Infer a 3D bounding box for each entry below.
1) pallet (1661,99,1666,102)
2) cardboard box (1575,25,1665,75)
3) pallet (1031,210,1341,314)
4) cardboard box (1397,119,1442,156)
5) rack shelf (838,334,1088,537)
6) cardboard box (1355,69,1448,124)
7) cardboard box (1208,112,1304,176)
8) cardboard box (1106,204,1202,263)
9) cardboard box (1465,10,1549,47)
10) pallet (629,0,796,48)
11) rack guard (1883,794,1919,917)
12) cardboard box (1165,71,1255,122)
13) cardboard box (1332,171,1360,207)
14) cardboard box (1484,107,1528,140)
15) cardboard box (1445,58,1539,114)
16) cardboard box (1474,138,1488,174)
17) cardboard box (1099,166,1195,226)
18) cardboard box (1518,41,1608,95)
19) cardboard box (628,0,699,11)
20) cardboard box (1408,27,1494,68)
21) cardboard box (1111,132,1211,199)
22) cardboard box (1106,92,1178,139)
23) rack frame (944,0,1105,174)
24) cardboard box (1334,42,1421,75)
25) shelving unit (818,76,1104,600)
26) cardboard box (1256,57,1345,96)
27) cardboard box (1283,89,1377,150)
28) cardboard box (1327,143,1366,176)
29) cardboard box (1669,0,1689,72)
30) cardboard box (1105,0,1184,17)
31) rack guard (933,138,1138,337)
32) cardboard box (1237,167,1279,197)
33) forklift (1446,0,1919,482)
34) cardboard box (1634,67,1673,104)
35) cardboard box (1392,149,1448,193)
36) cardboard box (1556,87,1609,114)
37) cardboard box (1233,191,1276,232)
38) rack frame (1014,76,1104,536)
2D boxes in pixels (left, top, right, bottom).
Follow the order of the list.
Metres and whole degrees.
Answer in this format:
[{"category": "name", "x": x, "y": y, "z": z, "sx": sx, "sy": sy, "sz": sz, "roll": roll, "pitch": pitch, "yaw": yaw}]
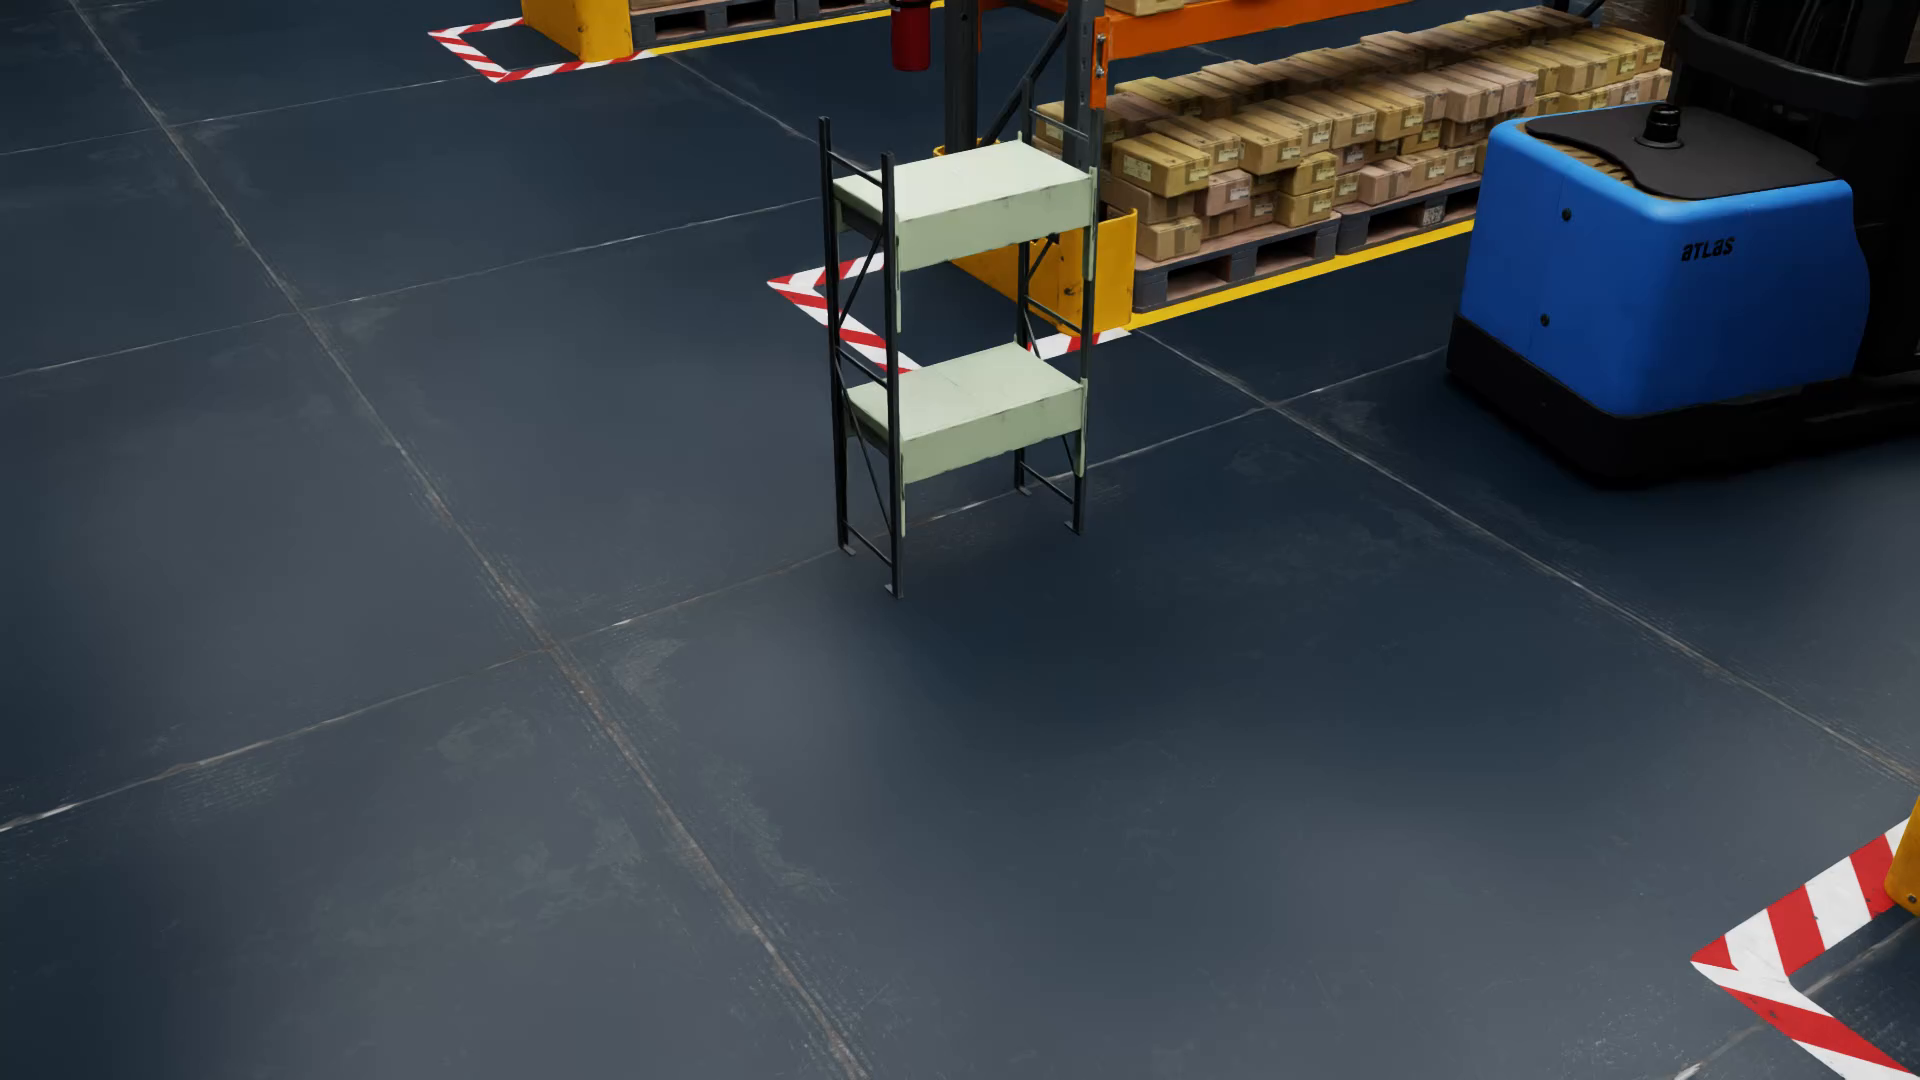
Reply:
[{"category": "pallet", "x": 4.265, "y": -2.616, "z": 9.700, "sx": 1.213, "sy": 0.211, "sz": 1.003, "roll": -19, "pitch": 37, "yaw": -27}, {"category": "cardboard box", "x": 3.453, "y": -2.574, "z": 8.740, "sx": 0.250, "sy": 0.149, "sz": 0.380, "roll": -18, "pitch": 36, "yaw": -26}, {"category": "pallet", "x": 1.015, "y": -1.475, "z": 7.891, "sx": 1.213, "sy": 0.211, "sz": 1.003, "roll": -19, "pitch": 37, "yaw": -27}, {"category": "cardboard box", "x": 2.131, "y": -2.027, "z": 8.152, "sx": 0.250, "sy": 0.149, "sz": 0.380, "roll": -17, "pitch": 36, "yaw": -25}, {"category": "rack shelf", "x": 0.006, "y": -0.361, "z": 5.527, "sx": 0.720, "sy": 0.370, "sz": 0.431, "roll": -19, "pitch": 37, "yaw": -27}, {"category": "cardboard box", "x": 2.129, "y": -2.141, "z": 8.054, "sx": 0.250, "sy": 0.149, "sz": 0.380, "roll": -19, "pitch": 37, "yaw": -27}, {"category": "cardboard box", "x": 1.322, "y": -1.785, "z": 7.490, "sx": 0.250, "sy": 0.149, "sz": 0.380, "roll": -19, "pitch": 37, "yaw": -27}, {"category": "cardboard box", "x": 0.863, "y": -1.393, "z": 7.426, "sx": 0.250, "sy": 0.149, "sz": 0.380, "roll": -18, "pitch": 37, "yaw": -26}, {"category": "cardboard box", "x": 2.946, "y": -2.734, "z": 8.993, "sx": 0.250, "sy": 0.149, "sz": 0.380, "roll": -17, "pitch": 36, "yaw": -25}, {"category": "pallet", "x": -1.888, "y": -3.691, "z": 11.404, "sx": 1.213, "sy": 0.211, "sz": 1.003, "roll": -19, "pitch": 37, "yaw": -27}, {"category": "rack guard", "x": 2.832, "y": 0.904, "z": 3.849, "sx": 0.348, "sy": 0.500, "sz": 1.175, "roll": -19, "pitch": 37, "yaw": -27}, {"category": "cardboard box", "x": 1.200, "y": -2.129, "z": 8.034, "sx": 0.250, "sy": 0.149, "sz": 0.380, "roll": -21, "pitch": 38, "yaw": -29}, {"category": "cardboard box", "x": 1.681, "y": -1.722, "z": 7.947, "sx": 0.250, "sy": 0.149, "sz": 0.380, "roll": -19, "pitch": 37, "yaw": -27}, {"category": "cardboard box", "x": 2.615, "y": -2.154, "z": 8.353, "sx": 0.250, "sy": 0.149, "sz": 0.380, "roll": -18, "pitch": 36, "yaw": -26}, {"category": "cardboard box", "x": 2.617, "y": -2.247, "z": 8.222, "sx": 0.250, "sy": 0.149, "sz": 0.380, "roll": -21, "pitch": 38, "yaw": -30}, {"category": "cardboard box", "x": 2.597, "y": -1.976, "z": 8.350, "sx": 0.250, "sy": 0.149, "sz": 0.380, "roll": -19, "pitch": 37, "yaw": -27}, {"category": "cardboard box", "x": 0.829, "y": -1.548, "z": 7.392, "sx": 0.250, "sy": 0.149, "sz": 0.380, "roll": -17, "pitch": 36, "yaw": -25}, {"category": "cardboard box", "x": 3.055, "y": -2.407, "z": 8.475, "sx": 0.250, "sy": 0.149, "sz": 0.380, "roll": -19, "pitch": 37, "yaw": -28}, {"category": "cardboard box", "x": -2.017, "y": -3.934, "z": 11.183, "sx": 0.875, "sy": 0.438, "sz": 0.875, "roll": -20, "pitch": 38, "yaw": -29}, {"category": "cardboard box", "x": 2.553, "y": -2.553, "z": 8.706, "sx": 0.250, "sy": 0.149, "sz": 0.380, "roll": -20, "pitch": 37, "yaw": -28}, {"category": "cardboard box", "x": 0.874, "y": -1.636, "z": 7.253, "sx": 0.250, "sy": 0.149, "sz": 0.380, "roll": -21, "pitch": 38, "yaw": -29}, {"category": "cardboard box", "x": 0.799, "y": -1.951, "z": 7.752, "sx": 0.250, "sy": 0.149, "sz": 0.380, "roll": -18, "pitch": 37, "yaw": -26}, {"category": "rack frame", "x": 0.249, "y": -2.414, "z": 6.765, "sx": 0.127, "sy": 3.000, "sz": 1.000, "roll": -19, "pitch": 37, "yaw": -27}, {"category": "cardboard box", "x": 2.111, "y": -2.400, "z": 8.464, "sx": 0.250, "sy": 0.149, "sz": 0.380, "roll": -21, "pitch": 38, "yaw": -29}, {"category": "shelving unit", "x": 0.006, "y": -0.636, "z": 5.353, "sx": 0.755, "sy": 1.500, "sz": 0.431, "roll": -19, "pitch": 37, "yaw": -27}, {"category": "cardboard box", "x": 1.677, "y": -2.258, "z": 8.239, "sx": 0.250, "sy": 0.149, "sz": 0.380, "roll": -20, "pitch": 38, "yaw": -29}, {"category": "cardboard box", "x": 1.723, "y": -1.970, "z": 7.782, "sx": 0.250, "sy": 0.149, "sz": 0.380, "roll": -17, "pitch": 36, "yaw": -25}, {"category": "cardboard box", "x": 1.693, "y": -1.857, "z": 7.882, "sx": 0.250, "sy": 0.149, "sz": 0.380, "roll": -21, "pitch": 38, "yaw": -29}, {"category": "cardboard box", "x": 4.376, "y": -2.785, "z": 9.303, "sx": 0.500, "sy": 0.500, "sz": 0.500, "roll": -17, "pitch": 36, "yaw": -25}, {"category": "cardboard box", "x": 0.699, "y": -2.254, "z": 6.747, "sx": 0.250, "sy": 0.149, "sz": 0.380, "roll": -19, "pitch": 37, "yaw": -28}, {"category": "rack guard", "x": 0.313, "y": -1.378, "z": 7.467, "sx": 0.348, "sy": 0.500, "sz": 1.175, "roll": -19, "pitch": 37, "yaw": -27}, {"category": "cardboard box", "x": 1.247, "y": -1.712, "z": 7.652, "sx": 0.250, "sy": 0.149, "sz": 0.380, "roll": -18, "pitch": 37, "yaw": -27}, {"category": "forklift", "x": 3.540, "y": -1.927, "z": 6.058, "sx": 3.031, "sy": 2.935, "sz": 1.130, "roll": -11, "pitch": 34, "yaw": -17}, {"category": "cardboard box", "x": 3.519, "y": -2.434, "z": 8.797, "sx": 0.250, "sy": 0.149, "sz": 0.380, "roll": -18, "pitch": 37, "yaw": -26}, {"category": "cardboard box", "x": 2.156, "y": -1.847, "z": 8.144, "sx": 0.250, "sy": 0.149, "sz": 0.380, "roll": -19, "pitch": 37, "yaw": -27}, {"category": "cardboard box", "x": 3.083, "y": -2.265, "z": 8.529, "sx": 0.250, "sy": 0.149, "sz": 0.380, "roll": -20, "pitch": 38, "yaw": -29}, {"category": "cardboard box", "x": 1.244, "y": -1.581, "z": 7.723, "sx": 0.250, "sy": 0.149, "sz": 0.380, "roll": -19, "pitch": 37, "yaw": -27}, {"category": "rack frame", "x": 0.313, "y": -0.742, "z": 5.521, "sx": 0.023, "sy": 1.500, "sz": 0.400, "roll": -19, "pitch": 37, "yaw": -27}]
